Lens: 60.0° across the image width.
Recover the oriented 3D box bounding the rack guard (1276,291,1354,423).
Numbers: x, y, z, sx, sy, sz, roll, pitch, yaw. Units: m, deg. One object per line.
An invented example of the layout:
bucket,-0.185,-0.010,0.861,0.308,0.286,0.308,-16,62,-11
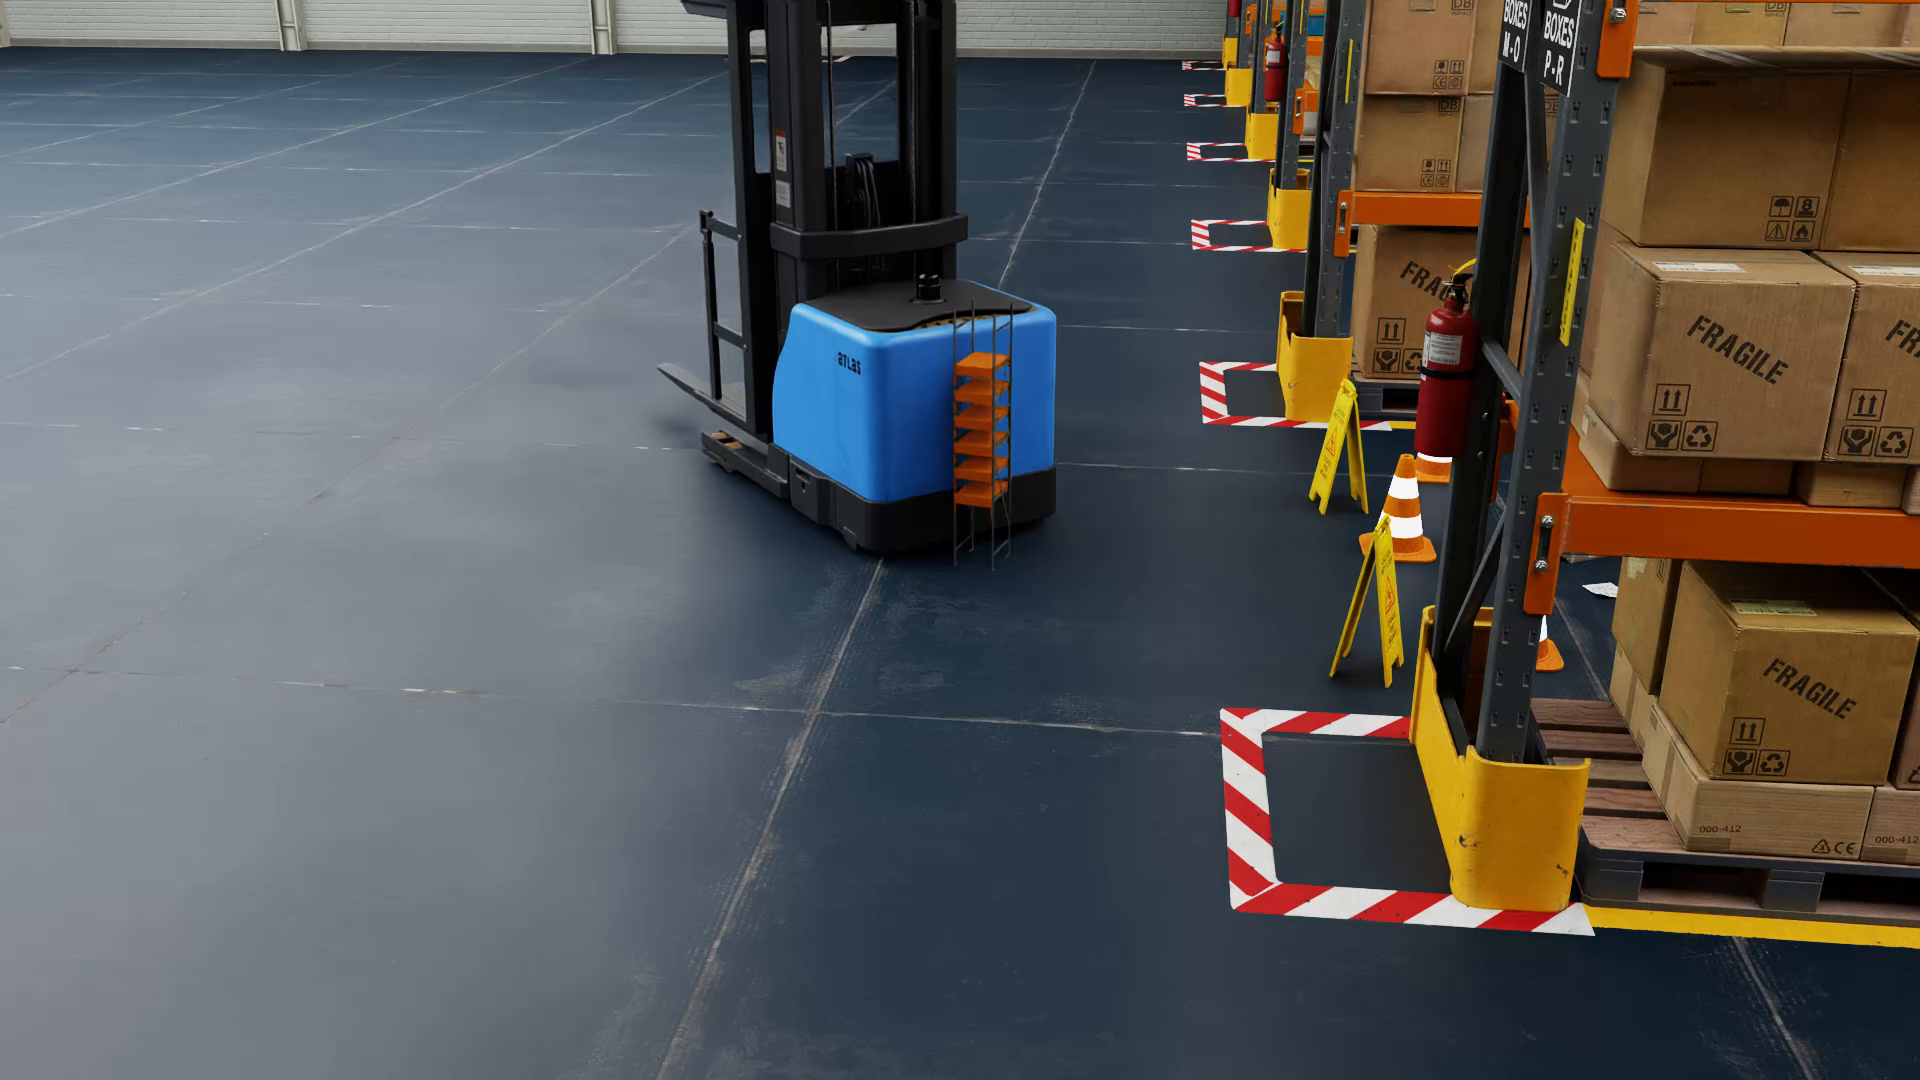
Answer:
rack guard,2.145,-1.130,10.119,0.348,0.500,1.175,2,22,6

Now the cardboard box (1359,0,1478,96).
cardboard box,2.532,-2.833,9.354,0.550,0.550,0.875,2,22,6

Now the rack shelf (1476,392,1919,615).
rack shelf,3.672,-0.059,4.987,4.000,0.370,1.077,2,22,6

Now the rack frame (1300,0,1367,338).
rack frame,2.168,-2.292,9.656,0.127,3.000,1.000,2,22,6

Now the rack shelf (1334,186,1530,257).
rack shelf,4.155,-1.871,9.570,4.000,0.370,1.077,2,22,6

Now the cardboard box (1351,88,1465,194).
cardboard box,2.542,-2.362,9.630,0.550,0.550,0.875,2,22,6

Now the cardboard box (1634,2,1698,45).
cardboard box,3.630,-2.769,9.192,0.550,0.550,0.875,2,22,6

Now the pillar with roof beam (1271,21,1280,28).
pillar with roof beam,4.892,-11.027,23.593,0.400,9.000,9.100,2,22,6

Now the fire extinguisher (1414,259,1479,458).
fire extinguisher,1.627,-0.617,5.526,0.183,0.674,0.296,2,22,6

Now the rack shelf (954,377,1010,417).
rack shelf,0.103,-0.642,7.399,0.180,0.103,0.258,8,23,20

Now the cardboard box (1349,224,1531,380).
cardboard box,2.850,-1.494,9.957,0.875,0.875,0.875,3,22,7

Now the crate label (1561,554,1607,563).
crate label,2.846,-0.010,7.778,0.298,0.136,0.250,-9,23,-22

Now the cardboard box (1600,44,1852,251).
cardboard box,2.219,-1.187,4.963,0.500,0.500,0.700,2,22,5

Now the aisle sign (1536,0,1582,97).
aisle sign,1.588,-1.578,4.316,0.004,0.787,0.394,2,22,6

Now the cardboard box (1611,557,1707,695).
cardboard box,2.513,0.194,5.518,0.500,0.500,0.500,3,22,7

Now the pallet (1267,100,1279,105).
pallet,4.786,-6.400,23.842,1.213,0.211,1.003,2,22,6

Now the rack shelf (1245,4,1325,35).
rack shelf,6.008,-7.294,23.287,4.000,0.370,1.077,2,22,6

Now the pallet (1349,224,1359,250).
pallet,3.731,-2.750,14.609,1.213,0.211,1.003,2,22,6

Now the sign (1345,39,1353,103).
sign,2.097,-2.529,8.971,0.005,0.325,0.100,2,22,6

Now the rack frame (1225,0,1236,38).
rack frame,4.601,-9.524,27.949,0.127,3.000,1.000,2,22,6

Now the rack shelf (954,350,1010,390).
rack shelf,0.103,-0.753,7.355,0.180,0.103,0.258,8,23,20

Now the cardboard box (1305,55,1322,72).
cardboard box,5.025,-6.855,23.347,0.500,0.500,0.500,2,22,6

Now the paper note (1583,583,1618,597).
paper note,2.859,0.215,7.355,0.142,0.019,0.148,-5,22,-12

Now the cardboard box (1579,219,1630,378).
cardboard box,2.258,-0.742,5.196,0.500,0.500,0.500,2,22,5

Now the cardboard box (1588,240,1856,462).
cardboard box,2.124,-0.543,4.693,0.500,0.500,0.500,2,22,5

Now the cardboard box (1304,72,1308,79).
cardboard box,5.025,-6.507,23.487,0.500,0.250,0.500,2,22,6

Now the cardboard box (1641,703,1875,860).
cardboard box,2.455,0.739,5.159,0.500,0.250,0.500,2,22,6

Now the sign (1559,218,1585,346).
sign,1.623,-0.684,4.414,0.005,0.325,0.100,2,22,6

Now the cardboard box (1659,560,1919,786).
cardboard box,2.478,0.391,5.019,0.500,0.500,0.500,2,22,4

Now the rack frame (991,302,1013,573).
rack frame,0.188,-0.448,7.440,0.006,1.200,0.240,8,23,20

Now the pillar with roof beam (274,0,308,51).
pillar with roof beam,-12.983,-11.806,25.563,0.400,9.000,9.100,2,22,6

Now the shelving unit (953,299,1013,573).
shelving unit,0.103,-0.460,7.471,0.189,1.200,0.258,8,23,20

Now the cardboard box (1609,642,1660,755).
cardboard box,2.544,0.541,5.660,0.500,0.250,0.500,2,22,6

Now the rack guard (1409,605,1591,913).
rack guard,1.762,0.686,5.525,0.348,0.500,1.175,2,22,6

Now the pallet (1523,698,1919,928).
pallet,2.564,0.868,5.457,1.213,0.211,1.003,2,22,6

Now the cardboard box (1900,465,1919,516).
cardboard box,2.752,-0.198,4.703,0.250,0.149,0.380,3,22,7

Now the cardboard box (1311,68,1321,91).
cardboard box,3.107,-3.882,14.021,0.250,0.149,0.380,2,22,6

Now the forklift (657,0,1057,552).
forklift,-0.738,-1.799,8.504,1.130,2.935,3.031,-13,25,-29

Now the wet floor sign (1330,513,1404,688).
wet floor sign,1.624,0.216,6.516,0.232,0.644,0.267,11,24,25

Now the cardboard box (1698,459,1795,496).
cardboard box,2.252,-0.267,4.877,0.250,0.149,0.380,3,22,7

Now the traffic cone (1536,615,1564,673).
traffic cone,2.265,0.247,6.685,0.334,0.463,0.336,2,22,6

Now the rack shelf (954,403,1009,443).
rack shelf,0.103,-0.530,7.443,0.180,0.103,0.258,8,23,20

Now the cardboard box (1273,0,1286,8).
cardboard box,4.484,-7.736,23.293,0.500,0.500,0.700,3,22,6

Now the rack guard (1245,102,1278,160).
rack guard,3.516,-4.758,19.295,0.348,0.500,1.175,2,22,6

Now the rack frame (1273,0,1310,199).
rack frame,2.853,-4.098,14.226,0.127,3.000,1.000,2,22,6

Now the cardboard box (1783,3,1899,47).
cardboard box,4.698,-2.774,9.203,0.550,0.550,0.875,2,22,6
